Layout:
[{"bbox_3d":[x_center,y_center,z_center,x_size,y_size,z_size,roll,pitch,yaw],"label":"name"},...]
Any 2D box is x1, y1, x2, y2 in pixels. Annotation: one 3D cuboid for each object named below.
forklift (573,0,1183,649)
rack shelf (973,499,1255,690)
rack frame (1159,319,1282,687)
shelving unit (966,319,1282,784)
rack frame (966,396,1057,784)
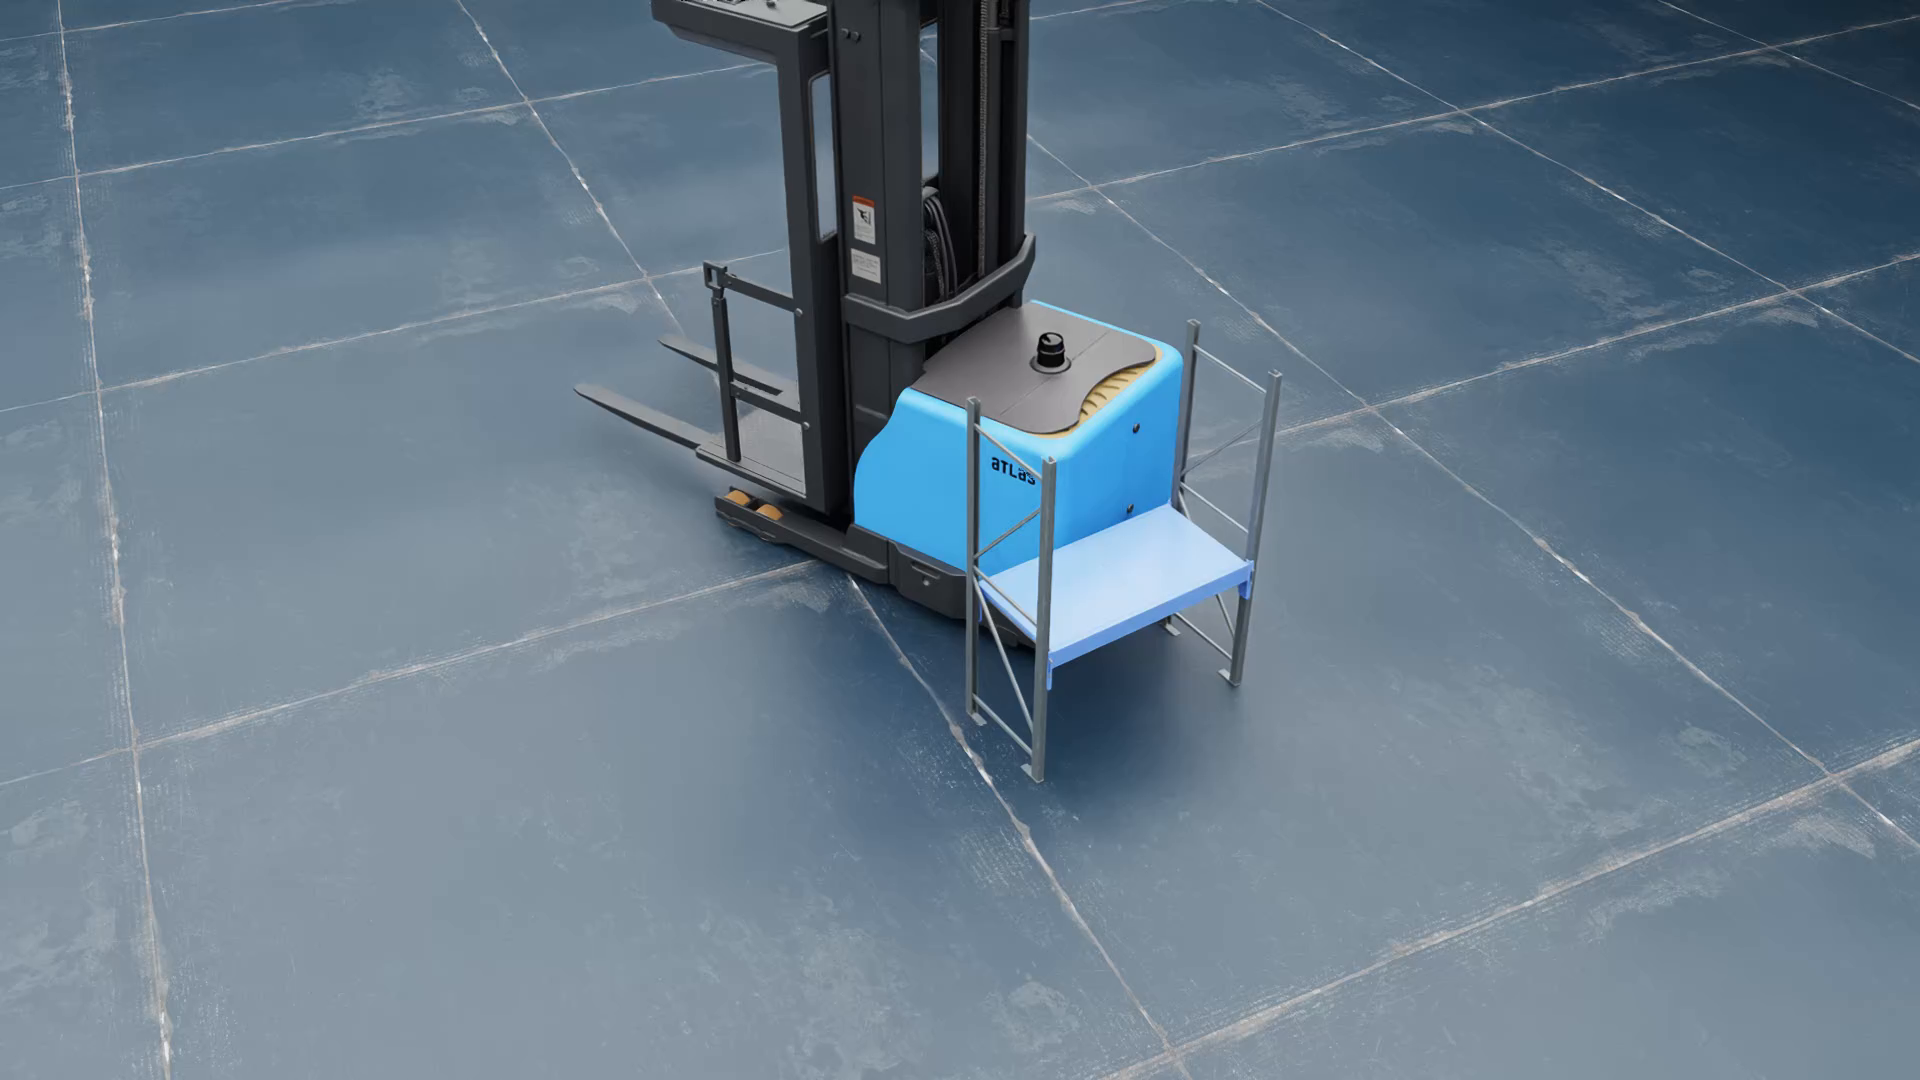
[{"bbox_3d":[-0.534,-1.405,7.184,3.031,2.935,1.130,23,42,28],"label":"forklift"},{"bbox_3d":[0.598,0.195,6.530,1.000,0.185,0.538,-22,42,-27],"label":"rack shelf"},{"bbox_3d":[1.021,-0.118,6.649,0.032,1.500,0.500,-22,42,-27],"label":"rack frame"},{"bbox_3d":[0.598,0.051,6.423,1.048,1.500,0.538,-22,42,-27],"label":"shelving unit"},{"bbox_3d":[0.176,0.219,6.196,0.032,1.500,0.500,-22,42,-27],"label":"rack frame"}]
